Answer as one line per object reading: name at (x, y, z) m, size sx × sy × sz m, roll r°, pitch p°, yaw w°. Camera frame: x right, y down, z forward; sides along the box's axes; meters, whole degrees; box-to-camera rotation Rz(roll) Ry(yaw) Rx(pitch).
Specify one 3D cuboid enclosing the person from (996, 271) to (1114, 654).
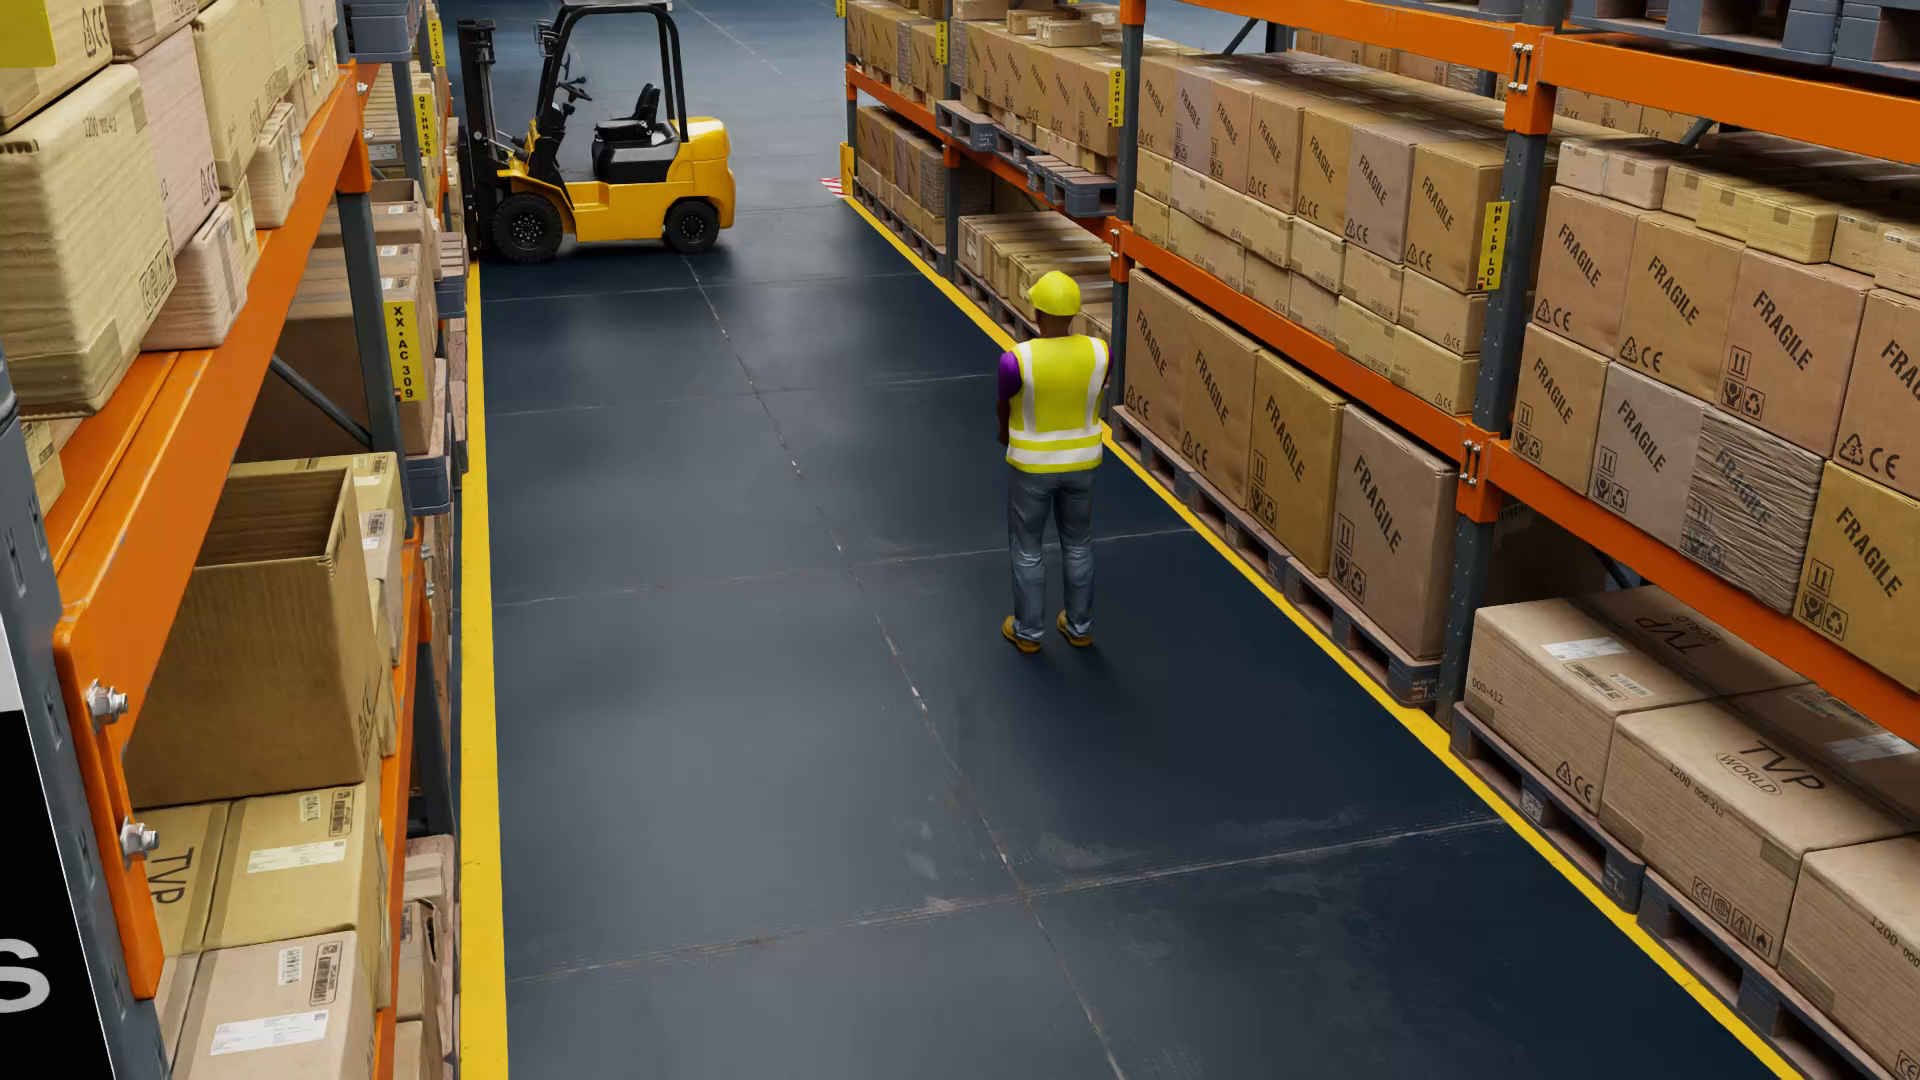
person at (0.377, -0.374, 7.462) m, size 0.503 × 1.760 × 0.587 m, roll -6°, pitch 23°, yaw -14°
